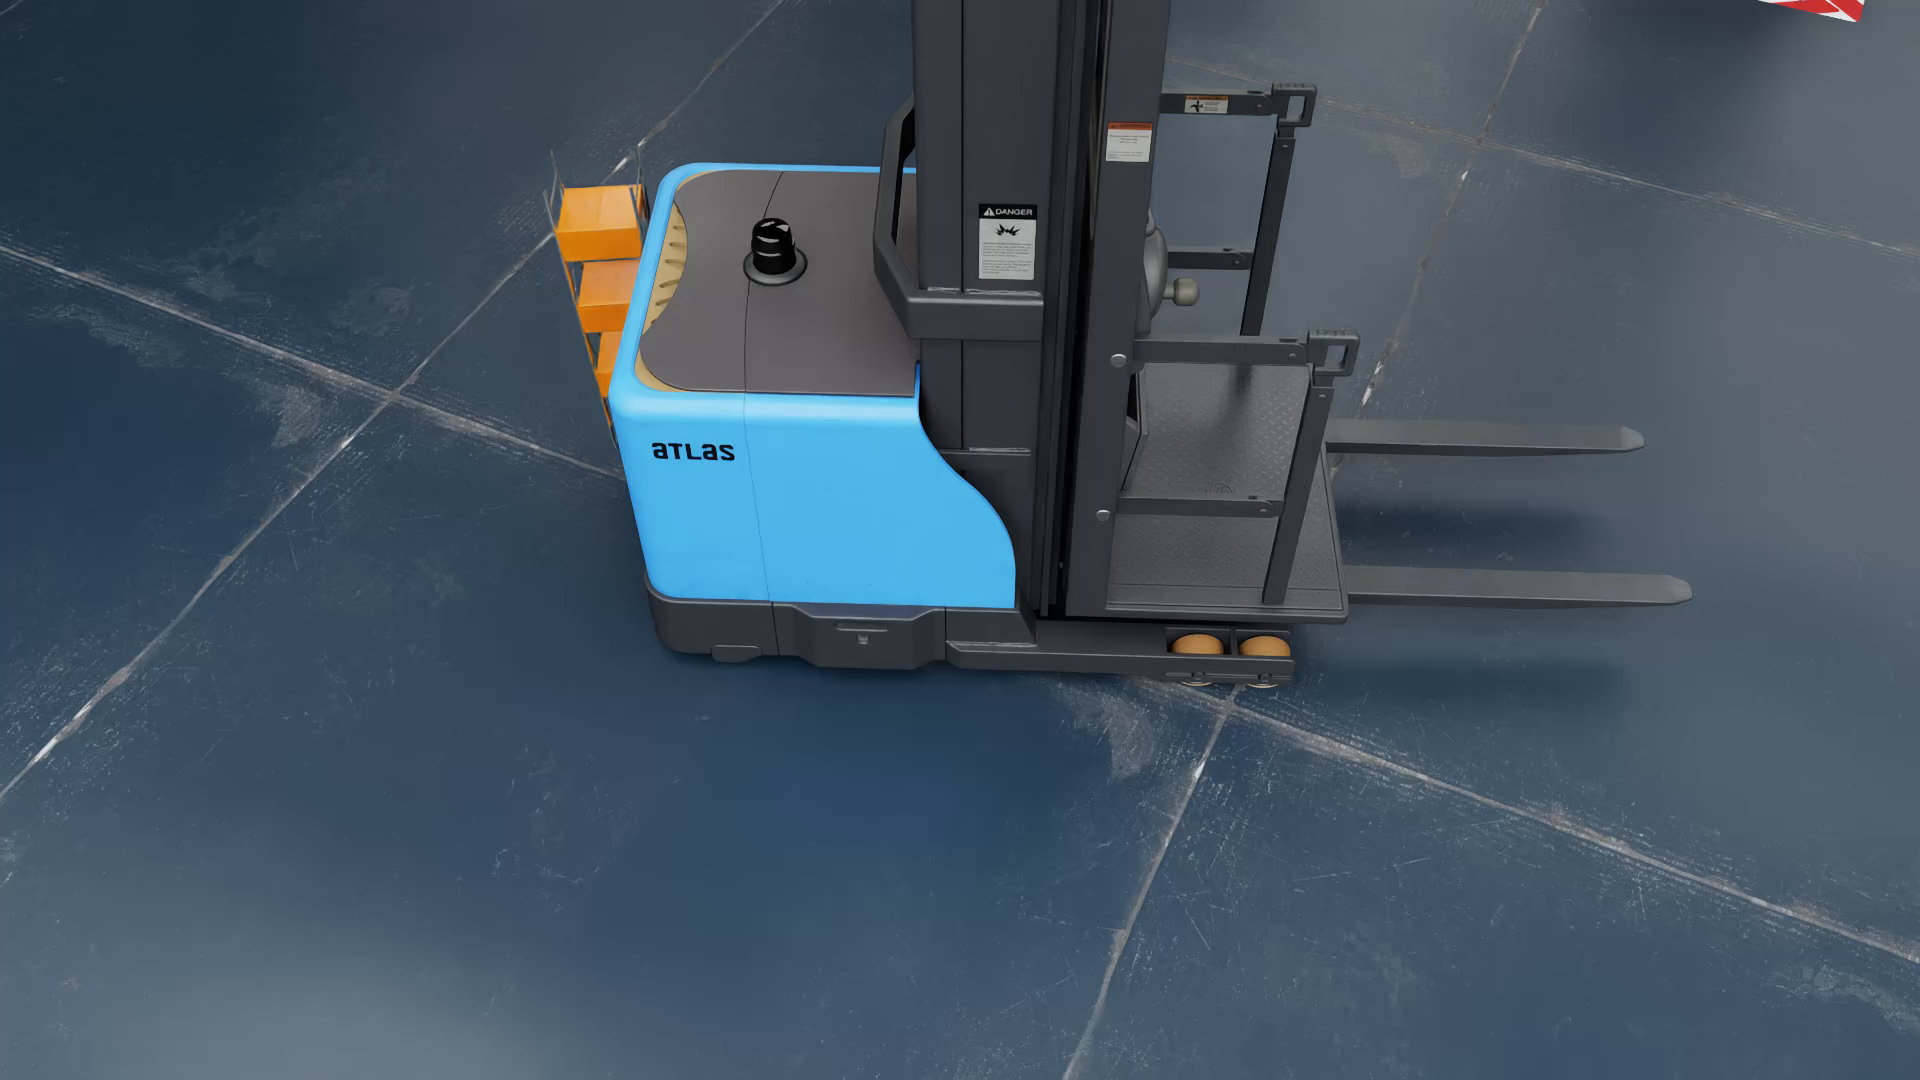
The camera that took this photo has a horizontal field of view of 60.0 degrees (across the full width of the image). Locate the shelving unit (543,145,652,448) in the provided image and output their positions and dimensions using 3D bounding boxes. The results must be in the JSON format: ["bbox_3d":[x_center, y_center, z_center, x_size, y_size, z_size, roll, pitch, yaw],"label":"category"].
[{"bbox_3d":[-1.043,-0.726,5.173,0.252,1.050,0.215,-3,50,0],"label":"shelving unit"}]

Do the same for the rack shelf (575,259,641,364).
[{"bbox_3d":[-1.043,-0.719,5.181,0.240,0.259,0.215,-3,50,0],"label":"rack shelf"}]

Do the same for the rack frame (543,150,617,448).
[{"bbox_3d":[-1.165,-0.719,5.172,0.008,1.050,0.200,-3,50,0],"label":"rack frame"}]

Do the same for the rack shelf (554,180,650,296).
[{"bbox_3d":[-1.053,-0.903,4.965,0.240,0.259,0.215,-3,50,0],"label":"rack shelf"}]

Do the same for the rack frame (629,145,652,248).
[{"bbox_3d":[-0.921,-0.734,5.174,0.008,1.050,0.200,-3,50,0],"label":"rack frame"}]

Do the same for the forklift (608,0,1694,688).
[{"bbox_3d":[0.624,-0.932,4.119,3.031,2.935,1.130,2,50,1],"label":"forklift"}]

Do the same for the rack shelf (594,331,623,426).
[{"bbox_3d":[-1.033,-0.540,5.393,0.240,0.259,0.215,-3,50,0],"label":"rack shelf"}]
